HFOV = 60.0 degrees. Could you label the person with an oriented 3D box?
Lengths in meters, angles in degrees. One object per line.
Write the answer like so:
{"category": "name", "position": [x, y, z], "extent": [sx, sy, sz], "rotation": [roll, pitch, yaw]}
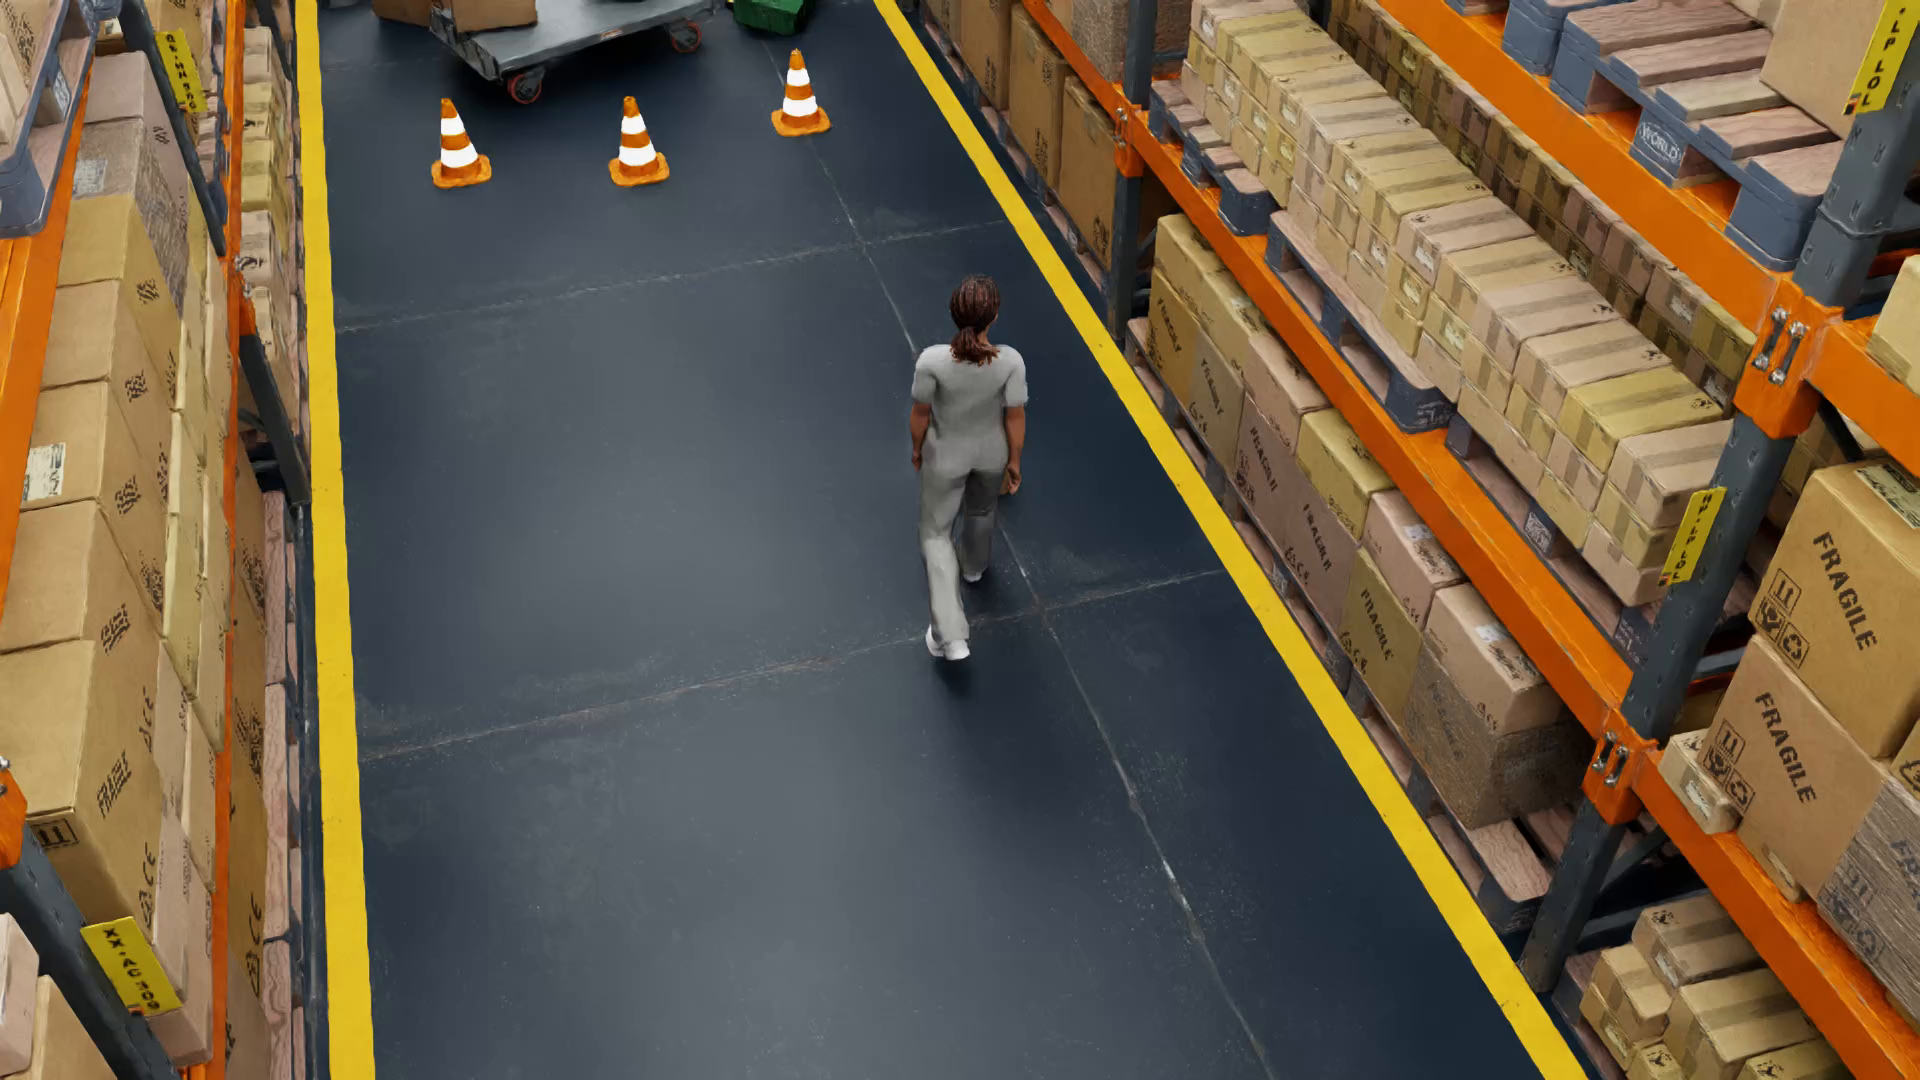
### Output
{"category": "person", "position": [0.034, -0.316, 6.509], "extent": [0.443, 1.653, 0.922], "rotation": [-6, 43, -7]}
